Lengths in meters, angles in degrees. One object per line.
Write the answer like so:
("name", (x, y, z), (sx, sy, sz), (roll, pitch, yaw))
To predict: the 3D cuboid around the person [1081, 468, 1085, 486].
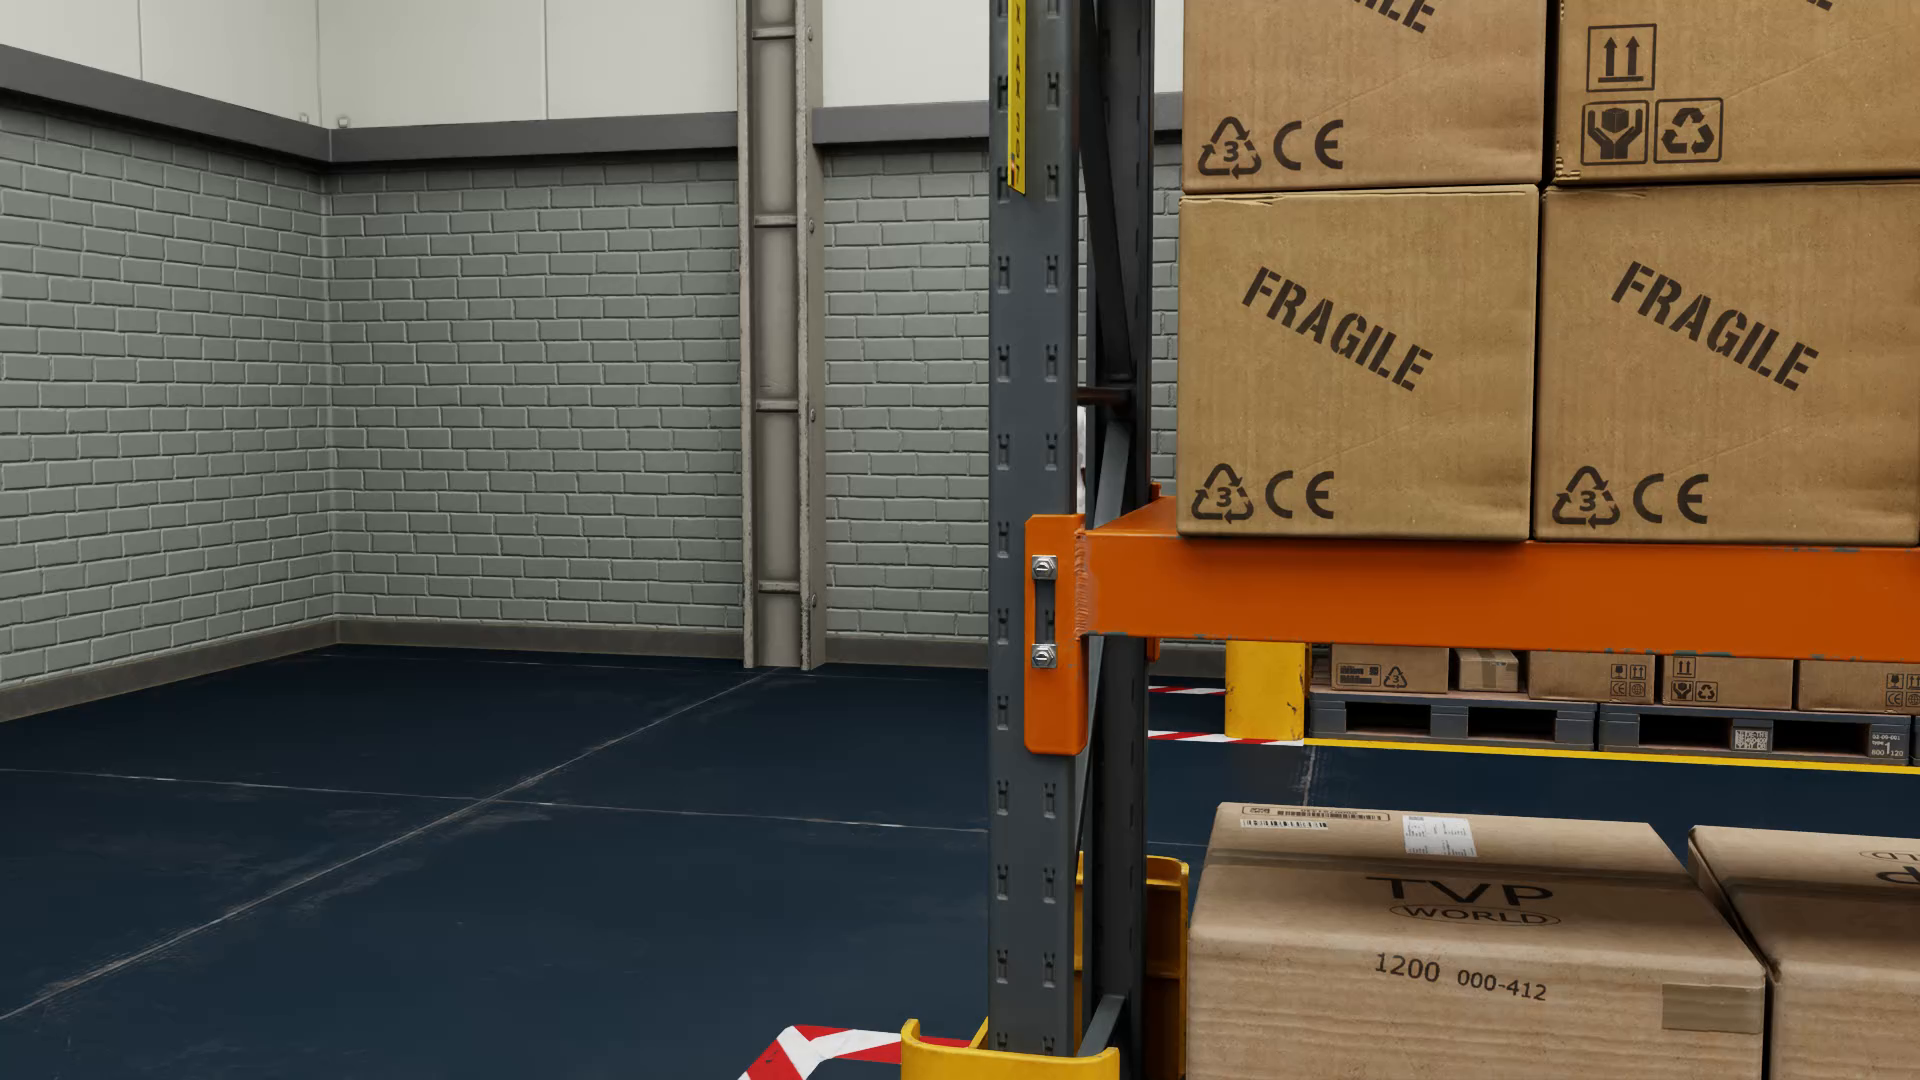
("person", (0.449, -0.095, 8.364), (0.566, 1.671, 0.415), (2, 5, 20))
